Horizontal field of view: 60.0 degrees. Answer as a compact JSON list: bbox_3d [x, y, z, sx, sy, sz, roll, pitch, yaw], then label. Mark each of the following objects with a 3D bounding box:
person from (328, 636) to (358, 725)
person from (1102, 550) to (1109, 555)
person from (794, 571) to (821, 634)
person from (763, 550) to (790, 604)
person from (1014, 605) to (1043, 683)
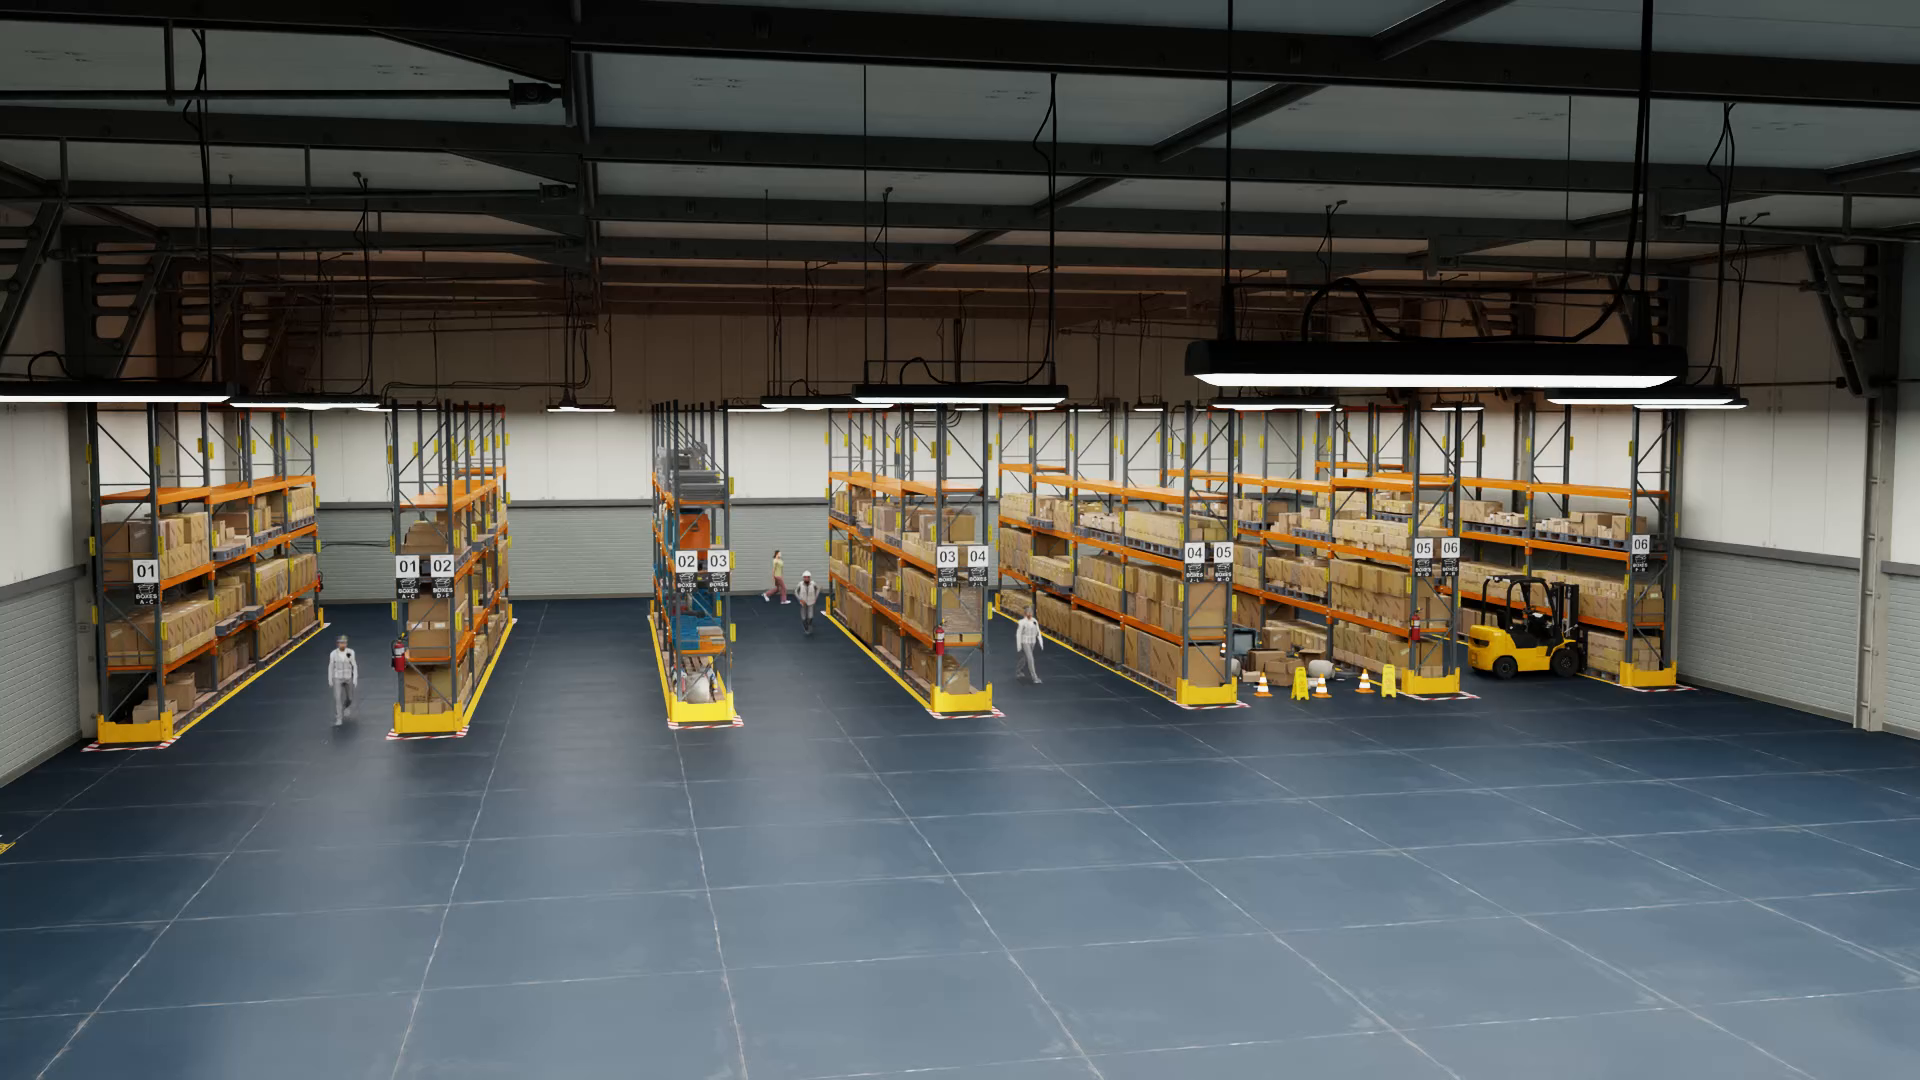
[{"bbox_3d":[-11.473,2.571,30.911,0.516,1.633,0.909,-2,5,-26],"label":"person"},{"bbox_3d":[4.434,1.052,50.405,0.685,1.702,0.539,-1,4,-13],"label":"person"},{"bbox_3d":[-3.959,1.628,43.198,0.668,1.683,0.724,0,4,-2],"label":"person"},{"bbox_3d":[-5.544,1.111,50.260,0.862,1.628,0.452,0,4,1],"label":"person"},{"bbox_3d":[1.481,2.201,35.620,0.478,1.624,1.057,-3,5,-38],"label":"person"}]
